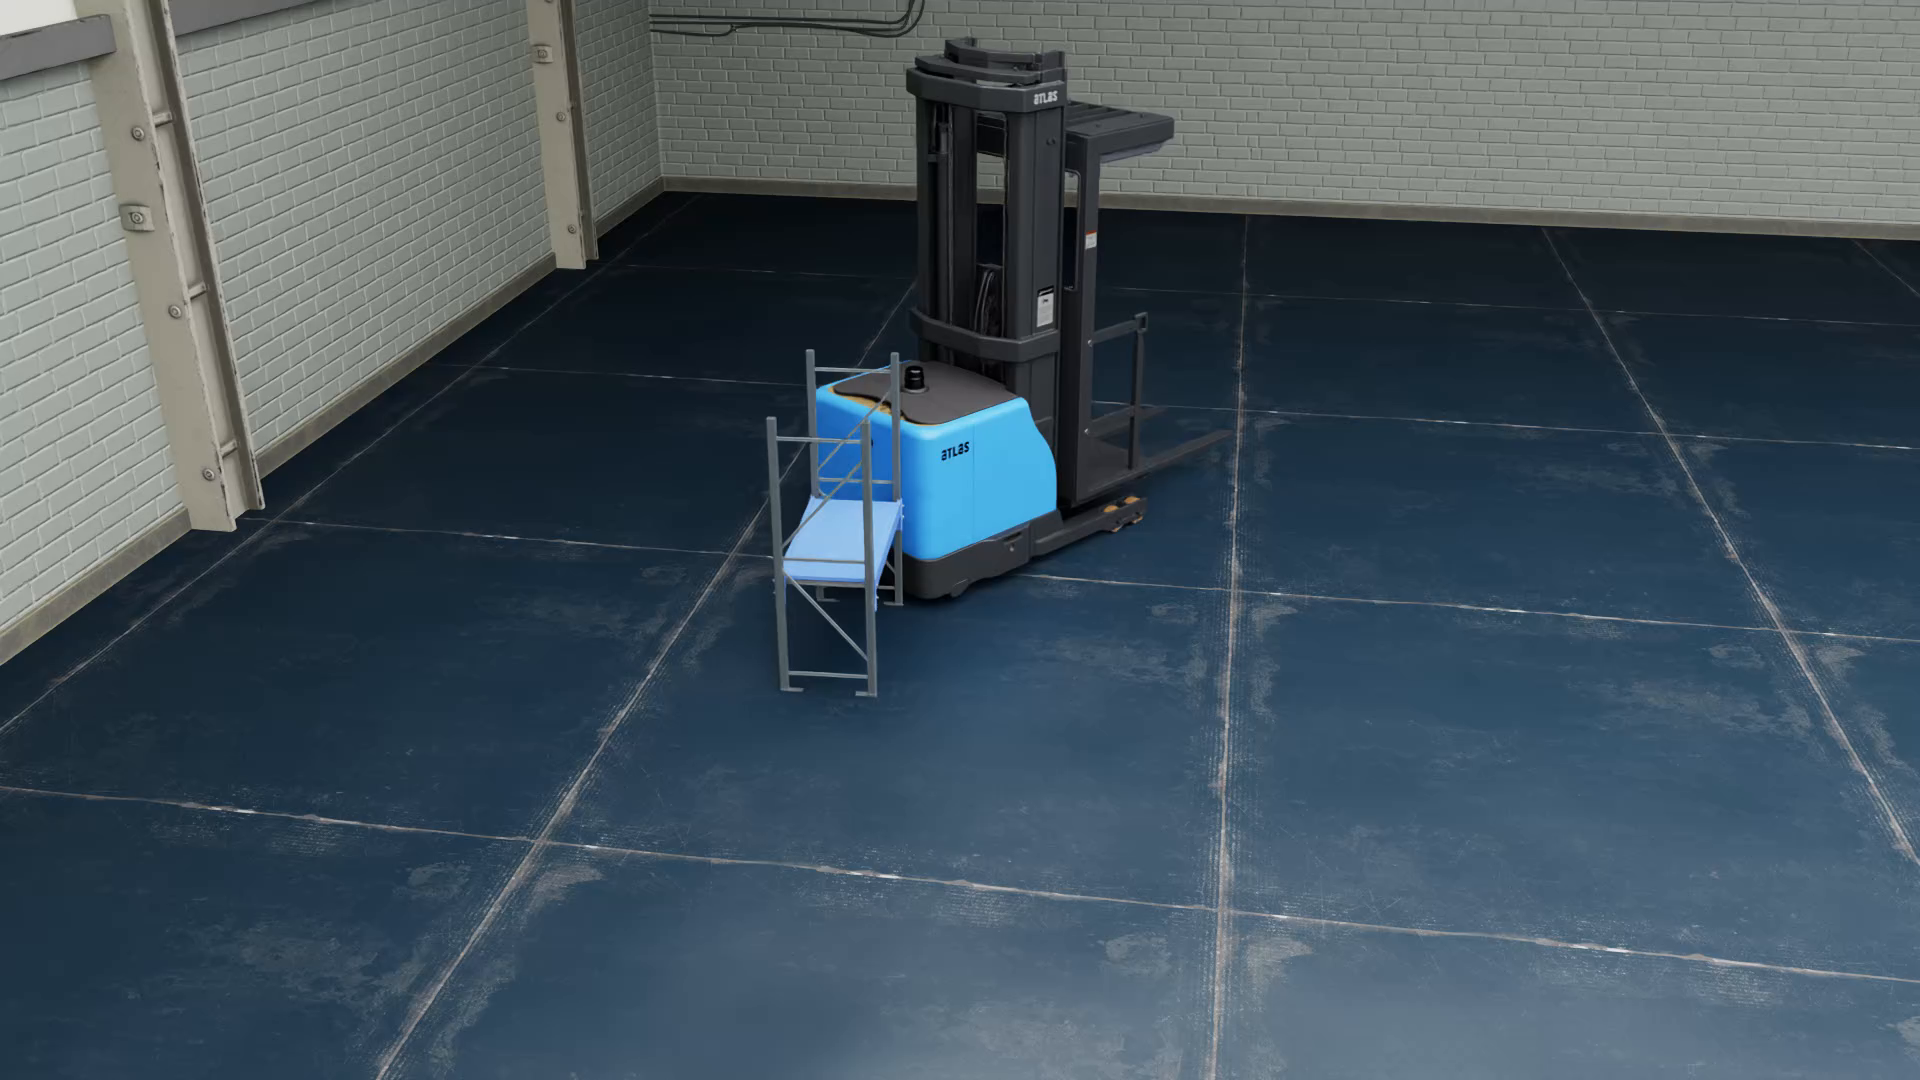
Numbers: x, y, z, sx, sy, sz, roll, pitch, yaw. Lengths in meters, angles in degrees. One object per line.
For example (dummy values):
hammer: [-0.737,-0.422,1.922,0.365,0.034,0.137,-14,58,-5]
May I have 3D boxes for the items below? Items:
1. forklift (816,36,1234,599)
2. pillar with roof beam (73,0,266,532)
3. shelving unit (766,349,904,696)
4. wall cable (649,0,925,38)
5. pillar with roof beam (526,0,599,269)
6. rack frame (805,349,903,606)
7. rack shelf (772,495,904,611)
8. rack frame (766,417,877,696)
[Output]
forklift: [0.543,-1.518,10.035,3.031,2.935,1.130,-22,33,-39]
pillar with roof beam: [-0.408,-3.922,8.015,9.100,9.000,0.400,4,25,9]
shelving unit: [-0.626,-0.108,8.712,0.538,1.500,1.048,2,25,5]
wall cable: [-1.888,-6.464,17.108,3.097,2.526,0.112,4,25,9]
pillar with roof beam: [0.573,-6.432,13.376,9.100,9.000,0.400,4,25,9]
rack frame: [-0.574,-0.323,9.170,0.500,1.500,0.032,2,25,5]
rack shelf: [-0.626,0.055,8.788,0.538,0.185,1.000,2,25,5]
rack frame: [-0.677,0.106,8.254,0.500,1.500,0.032,2,25,5]
